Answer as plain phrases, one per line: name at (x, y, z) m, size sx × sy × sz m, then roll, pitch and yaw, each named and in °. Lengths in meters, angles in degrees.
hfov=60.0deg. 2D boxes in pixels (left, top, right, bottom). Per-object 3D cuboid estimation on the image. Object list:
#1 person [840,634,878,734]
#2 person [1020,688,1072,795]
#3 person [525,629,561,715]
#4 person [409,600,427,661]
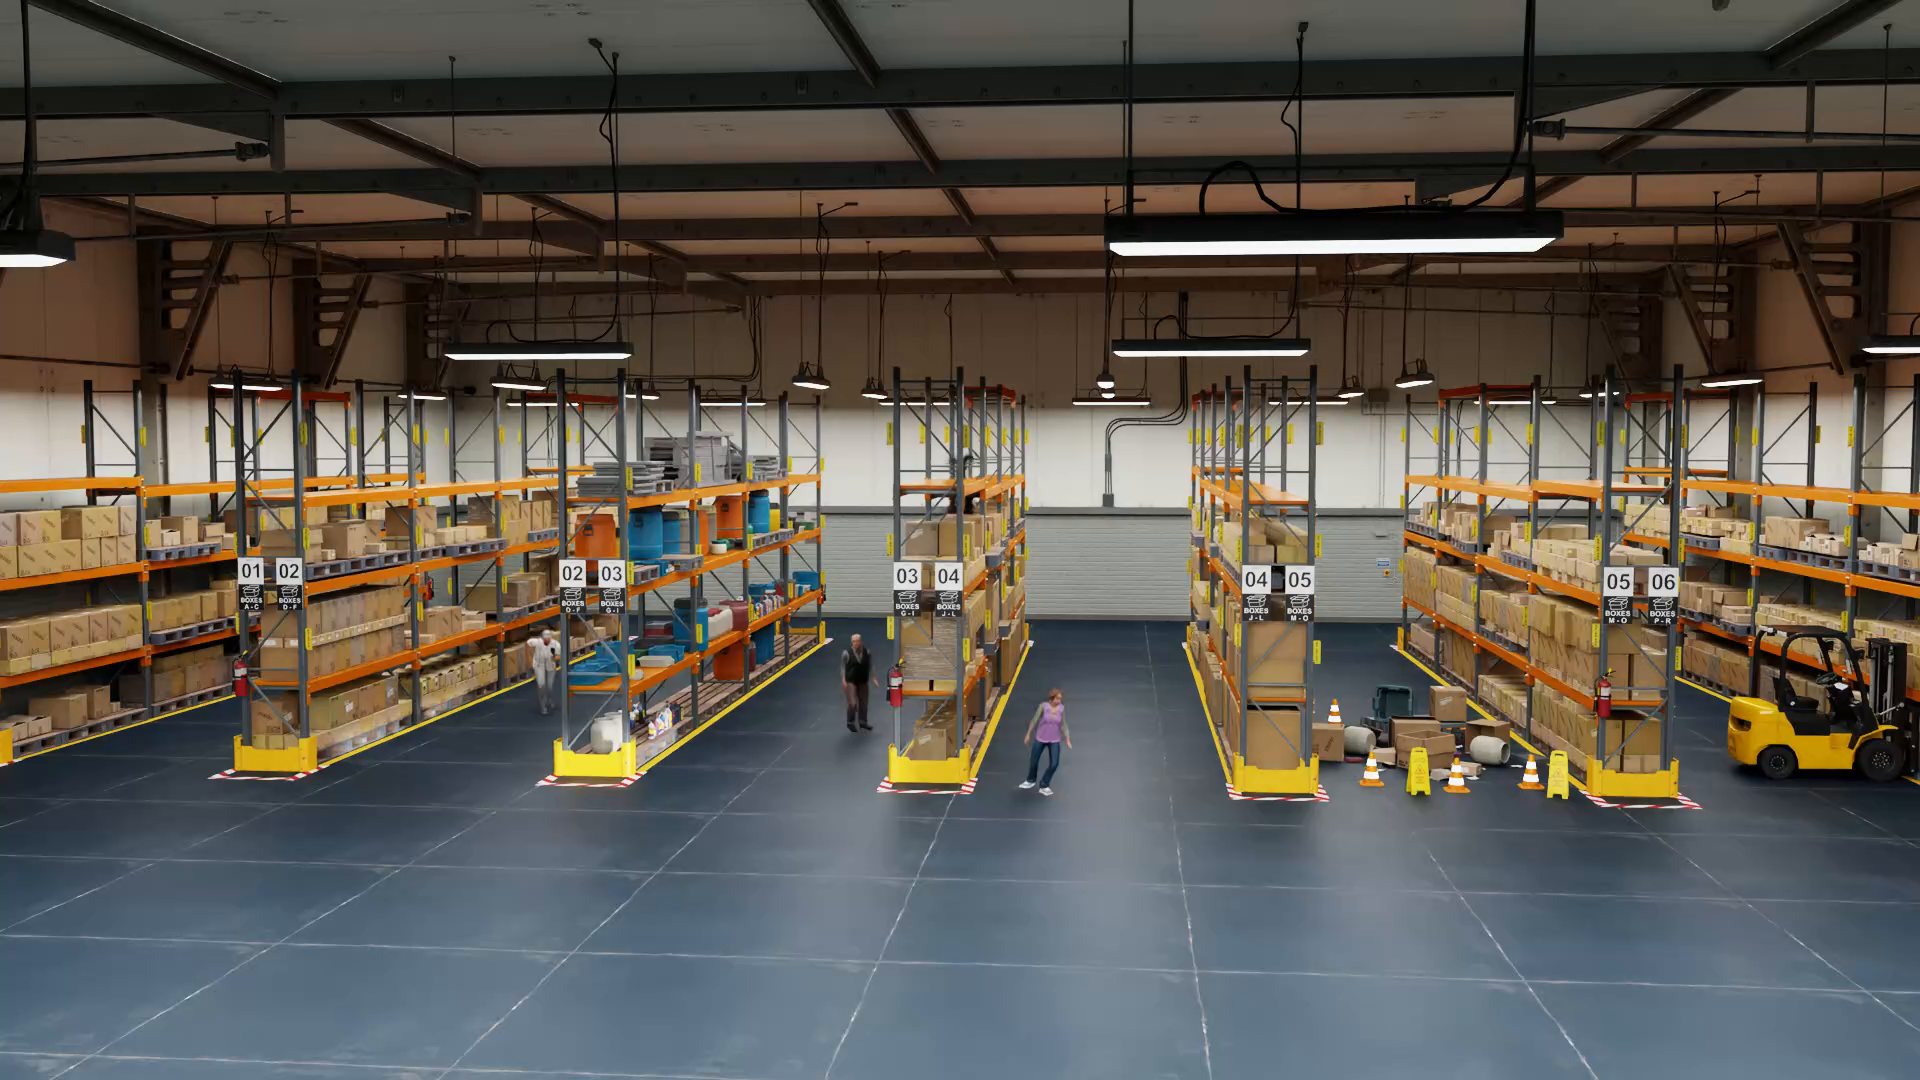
person at (-1.743, 2.419, 28.128) m, size 0.590 × 1.697 × 0.634 m, roll -2°, pitch 4°, yaw -28°
person at (1.195, 2.795, 23.218) m, size 0.671 × 1.526 × 0.588 m, roll -1°, pitch 4°, yaw -10°
person at (-7.533, 2.382, 30.135) m, size 0.654 × 1.606 × 0.982 m, roll -1°, pitch 4°, yaw -17°
person at (-11.268, 2.031, 34.591) m, size 0.505 × 1.604 × 0.861 m, roll 0°, pitch 4°, yaw 5°
